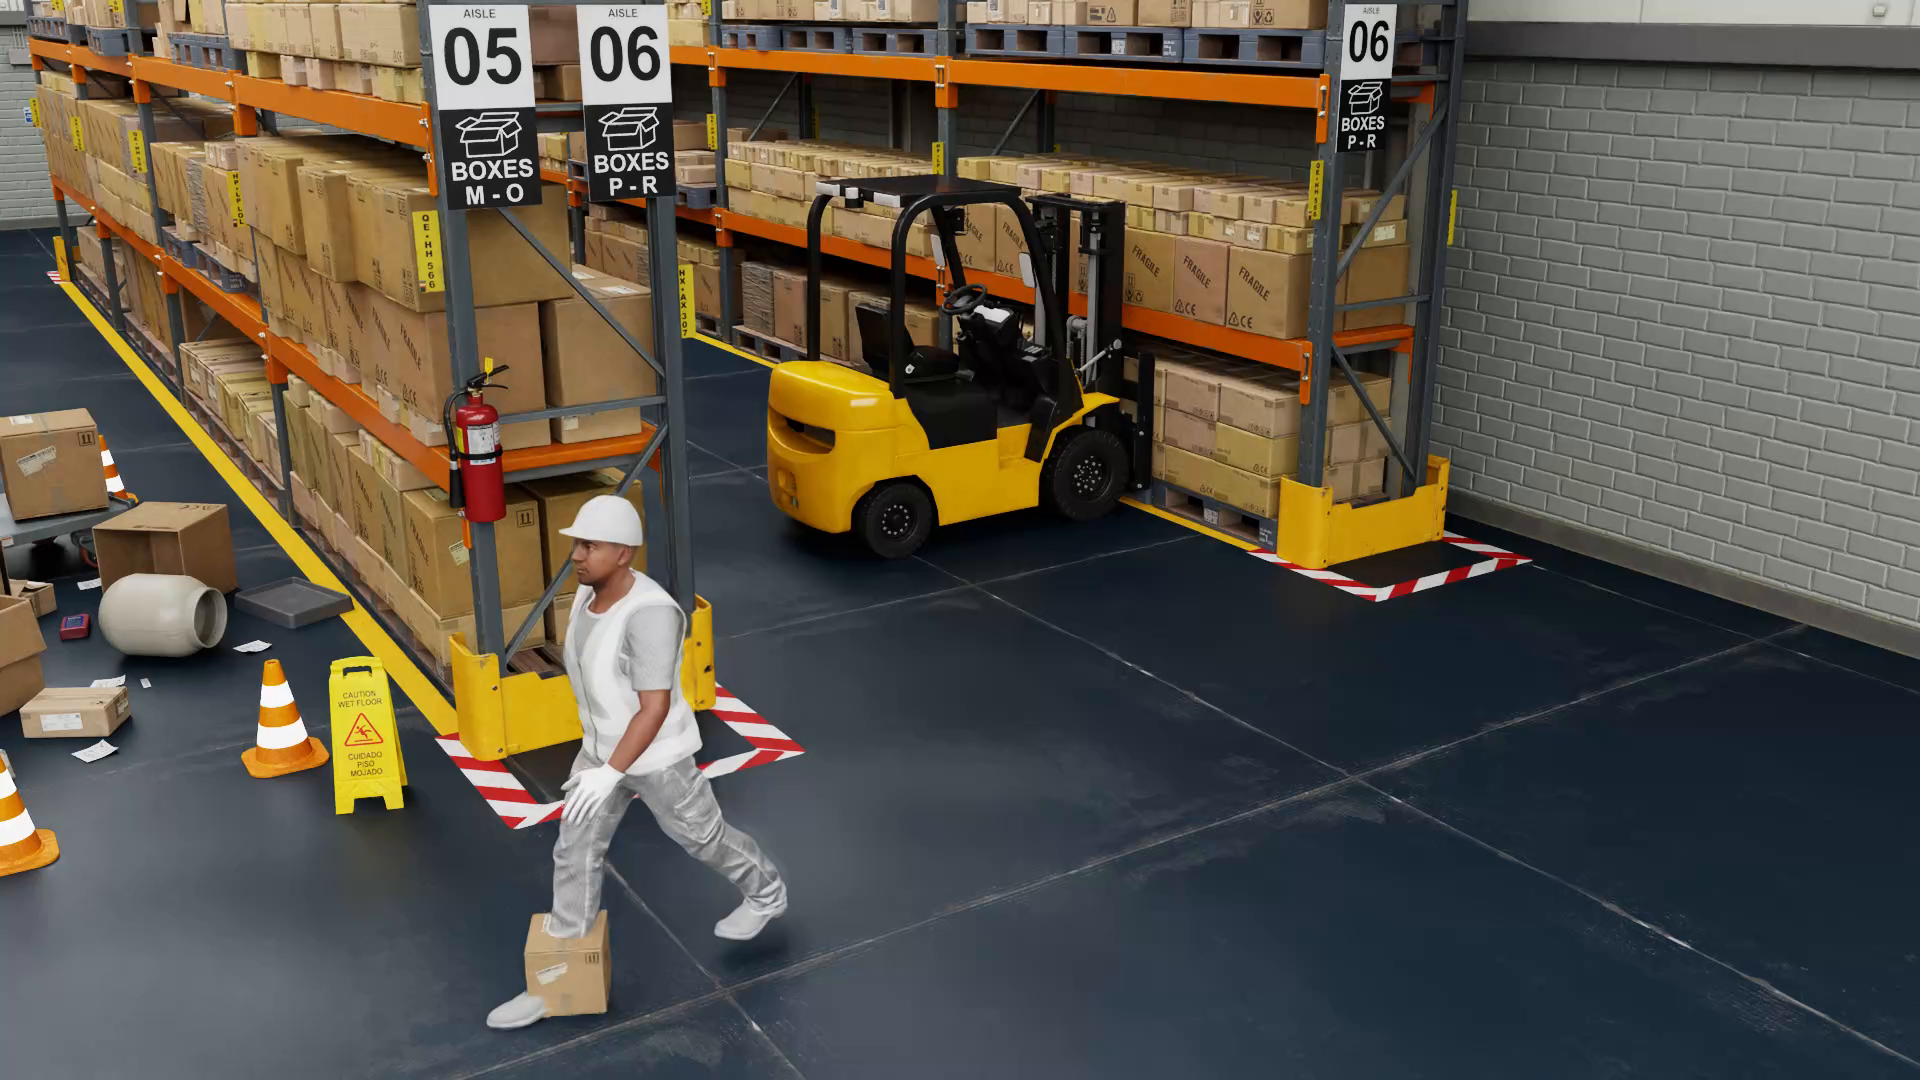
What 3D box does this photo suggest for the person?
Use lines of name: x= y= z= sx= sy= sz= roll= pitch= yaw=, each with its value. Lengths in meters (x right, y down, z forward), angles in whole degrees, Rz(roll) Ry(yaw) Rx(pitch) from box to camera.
person: x=-1.106 y=0.677 z=5.502 sx=1.109 sy=1.733 sz=0.671 roll=-16 pitch=24 yaw=-40
